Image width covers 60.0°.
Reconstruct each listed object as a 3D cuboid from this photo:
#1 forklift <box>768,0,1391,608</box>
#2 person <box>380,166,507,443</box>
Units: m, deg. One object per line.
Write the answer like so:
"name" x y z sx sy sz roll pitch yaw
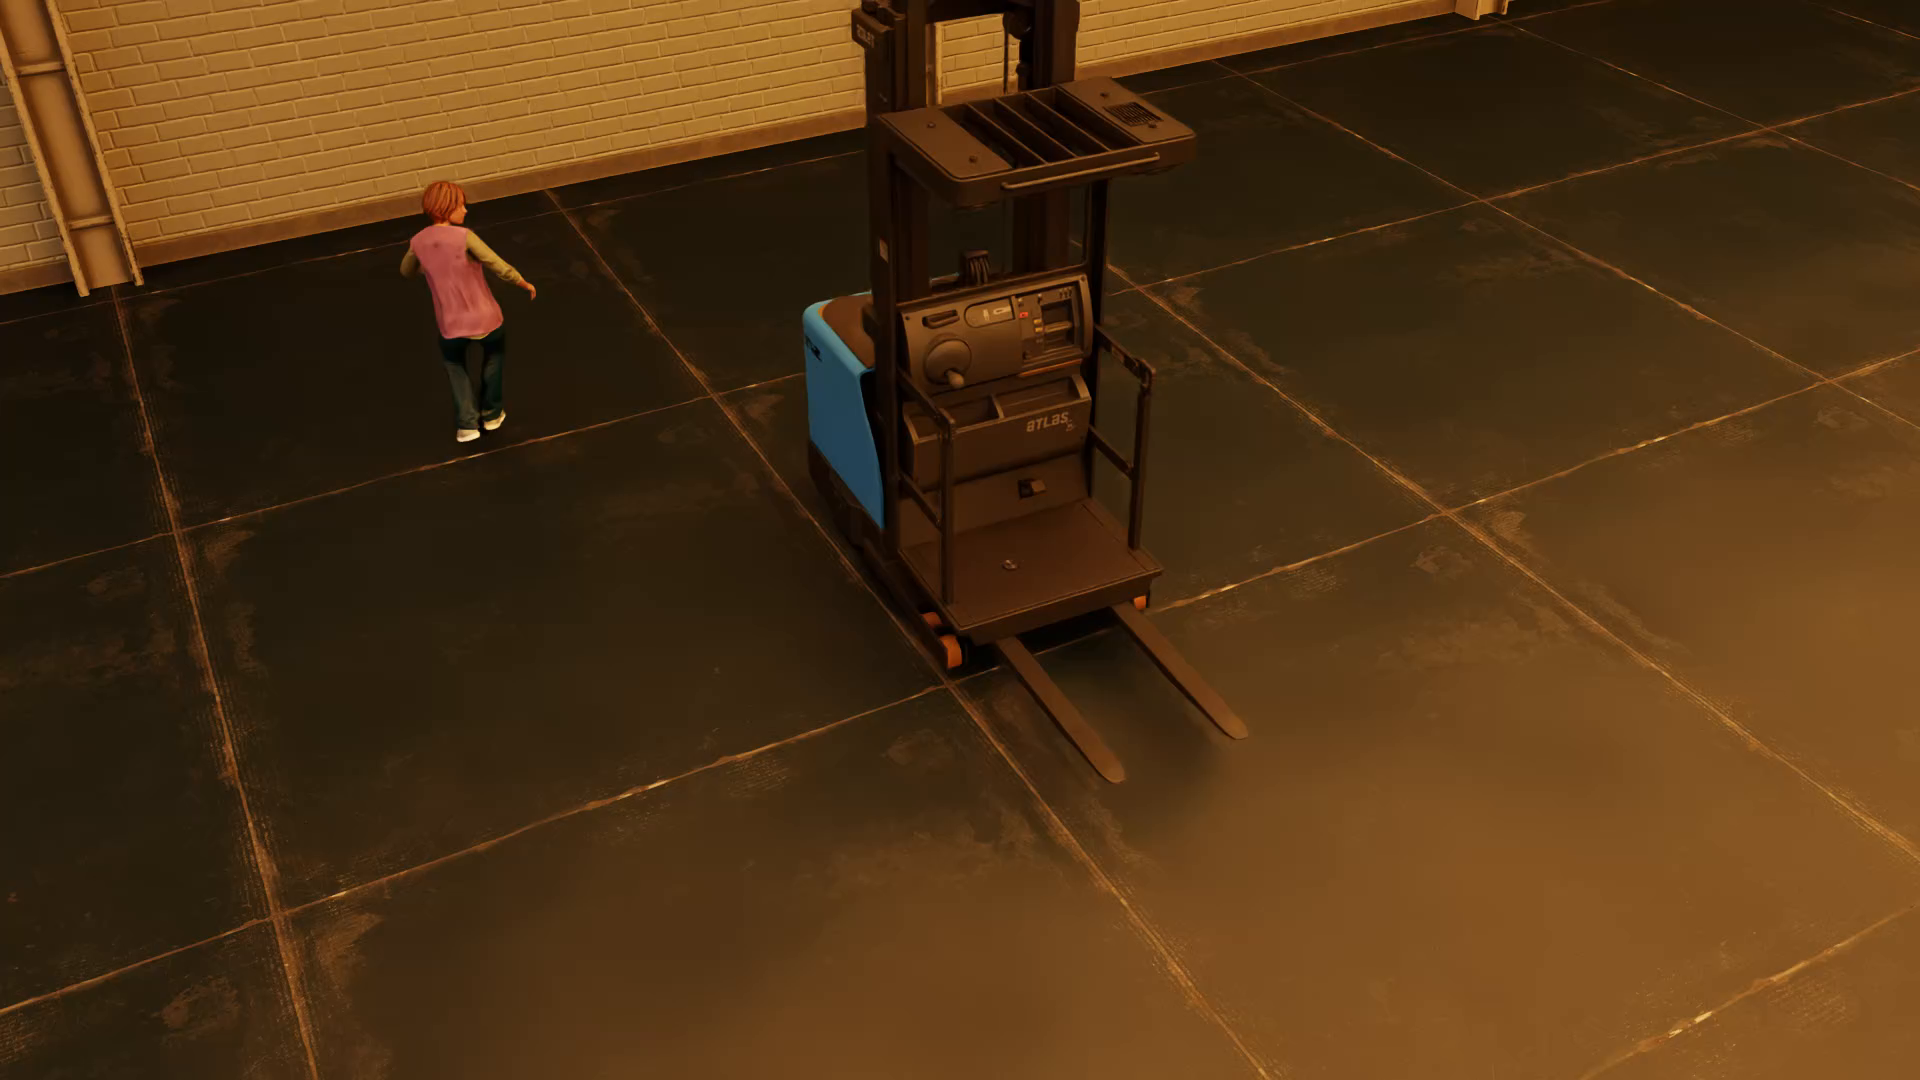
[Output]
"forklift" 0.627 -1.182 7.795 3.031 2.935 1.130 2 35 3
"person" -2.818 -1.287 9.108 0.579 1.592 0.417 7 36 9
